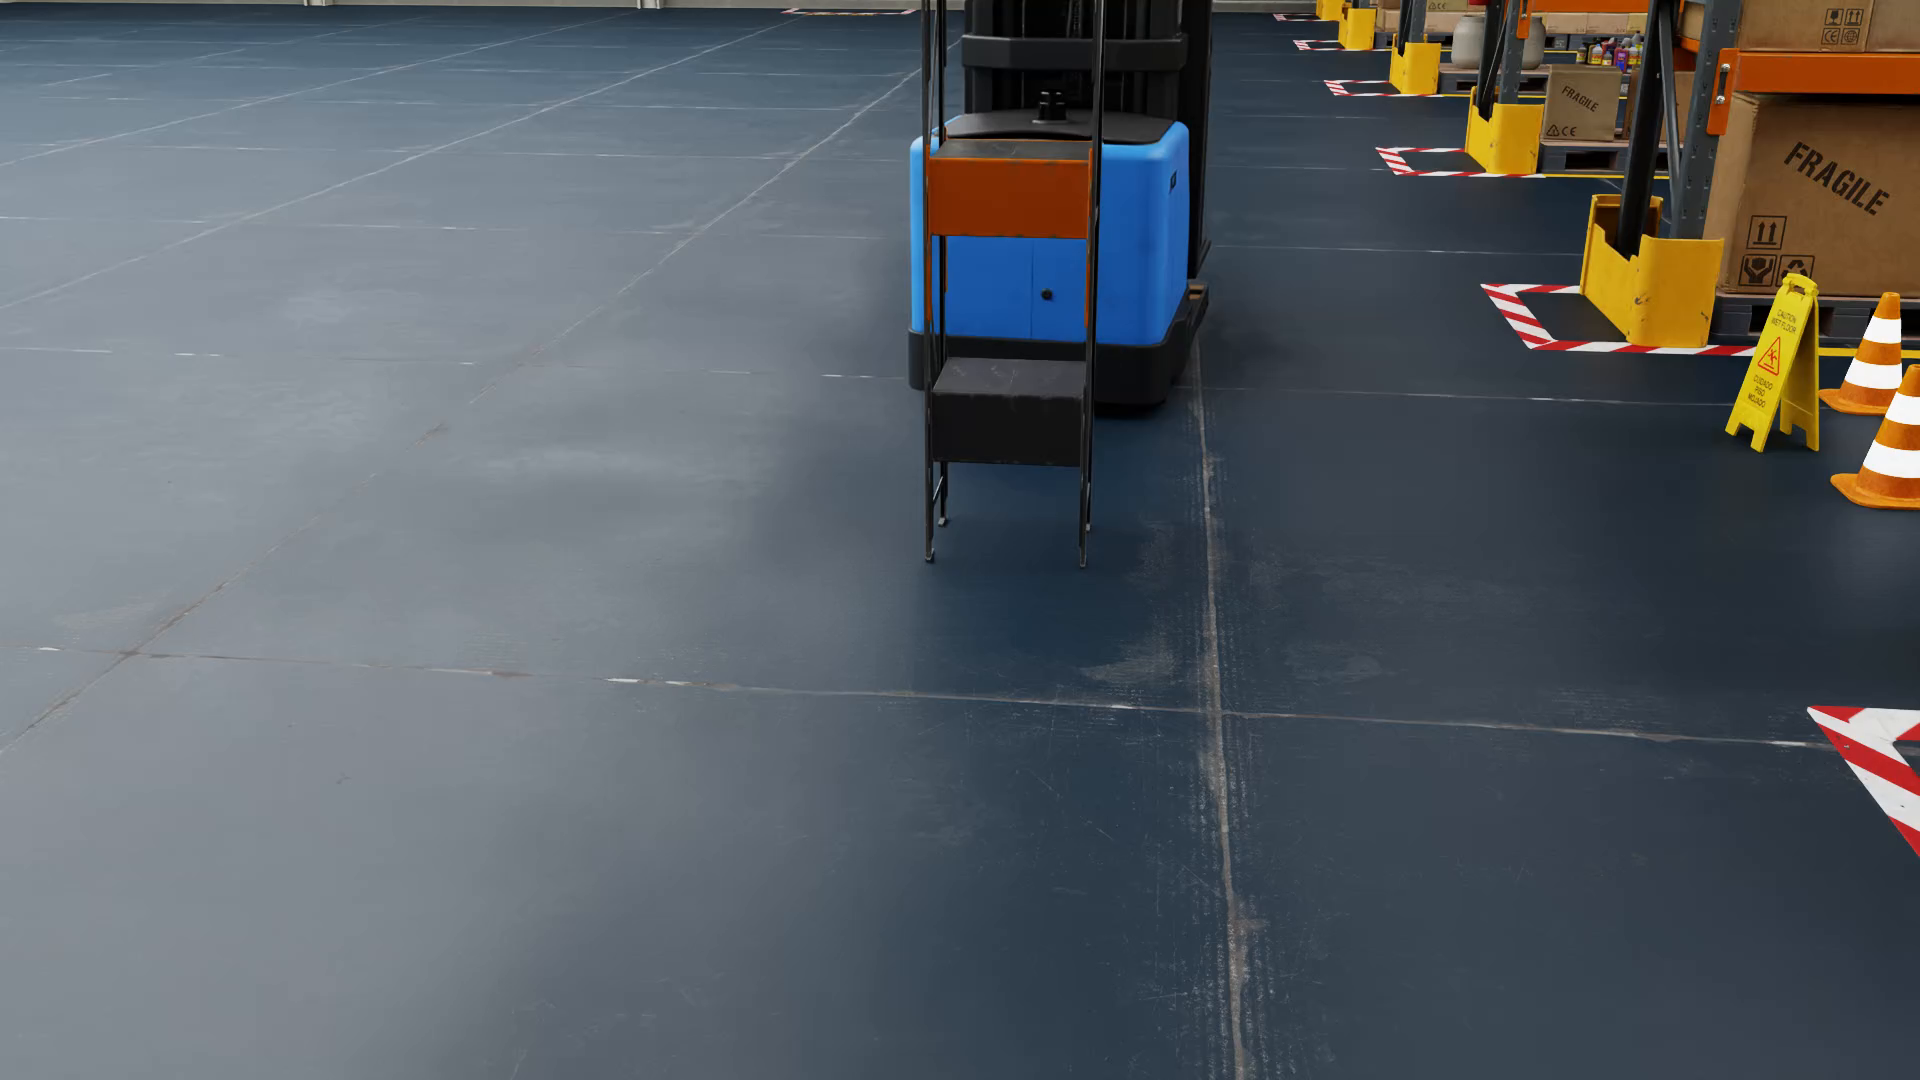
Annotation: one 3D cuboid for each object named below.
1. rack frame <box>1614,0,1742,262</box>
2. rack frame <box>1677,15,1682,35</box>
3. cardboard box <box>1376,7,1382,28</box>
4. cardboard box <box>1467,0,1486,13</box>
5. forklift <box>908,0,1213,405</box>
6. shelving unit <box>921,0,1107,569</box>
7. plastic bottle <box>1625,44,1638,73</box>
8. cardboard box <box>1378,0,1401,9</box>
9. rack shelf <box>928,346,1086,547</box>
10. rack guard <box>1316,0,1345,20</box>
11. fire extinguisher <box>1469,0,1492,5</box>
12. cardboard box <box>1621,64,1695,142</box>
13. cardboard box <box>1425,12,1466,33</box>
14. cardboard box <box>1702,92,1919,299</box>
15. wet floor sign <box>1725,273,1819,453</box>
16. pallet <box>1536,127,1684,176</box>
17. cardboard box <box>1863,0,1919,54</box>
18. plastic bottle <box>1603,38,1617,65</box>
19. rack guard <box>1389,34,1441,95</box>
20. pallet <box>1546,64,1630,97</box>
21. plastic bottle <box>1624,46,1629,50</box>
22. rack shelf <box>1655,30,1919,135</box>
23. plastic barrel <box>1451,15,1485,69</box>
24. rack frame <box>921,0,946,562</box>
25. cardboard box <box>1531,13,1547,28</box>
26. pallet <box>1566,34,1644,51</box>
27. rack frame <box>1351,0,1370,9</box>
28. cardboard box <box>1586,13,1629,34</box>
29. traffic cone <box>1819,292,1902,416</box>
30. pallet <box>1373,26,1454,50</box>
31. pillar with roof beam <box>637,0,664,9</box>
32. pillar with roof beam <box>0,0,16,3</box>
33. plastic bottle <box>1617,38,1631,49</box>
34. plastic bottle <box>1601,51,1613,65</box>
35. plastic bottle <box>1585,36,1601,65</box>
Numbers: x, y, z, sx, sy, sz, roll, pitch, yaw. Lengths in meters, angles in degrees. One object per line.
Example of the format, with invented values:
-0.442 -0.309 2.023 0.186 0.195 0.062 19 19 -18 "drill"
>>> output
3.384 -2.497 7.675 0.127 3.000 1.000 2 22 6 "rack frame"
9.210 -7.747 20.955 0.127 3.000 1.000 2 22 6 "rack frame"
5.805 -6.921 22.035 0.500 0.250 0.500 2 22 6 "cardboard box"
6.739 -7.043 21.323 0.500 0.500 0.500 2 22 6 "cardboard box"
0.615 -2.407 7.542 1.130 2.935 3.031 5 22 12 "forklift"
0.164 -0.969 5.036 0.503 2.100 0.431 2 22 6 "shelving unit"
6.755 -4.840 16.715 0.097 0.271 0.097 0 22 0 "plastic bottle"
5.805 -7.271 21.899 0.500 0.500 0.500 2 22 6 "cardboard box"
0.164 -0.306 5.298 0.480 0.518 0.431 2 22 6 "rack shelf"
5.892 -8.563 26.419 0.348 0.500 1.175 2 22 6 "rack guard"
4.008 -4.440 12.697 0.183 0.674 0.296 2 22 6 "fire extinguisher"
5.284 -3.289 12.509 0.500 0.500 0.500 8 23 20 "cardboard box"
6.241 -6.712 21.505 0.500 0.250 0.500 2 22 6 "cardboard box"
4.065 -1.699 7.975 0.875 0.875 0.875 3 22 7 "cardboard box"
3.122 -0.680 6.282 0.232 0.644 0.267 -1 22 -3 "wet floor sign"
4.946 -2.955 12.627 1.213 0.211 1.003 2 22 6 "pallet"
4.306 -2.551 7.609 0.550 0.550 0.875 2 22 6 "cardboard box"
6.761 -5.074 17.290 0.133 0.283 0.061 2 22 6 "plastic bottle"
4.732 -4.963 17.313 0.348 0.500 1.175 2 22 6 "rack guard"
6.746 -4.738 17.137 1.213 0.211 1.003 2 22 6 "pallet"
6.915 -5.022 17.271 0.097 0.201 0.097 0 22 0 "plastic bottle"
5.370 -2.076 7.588 4.000 0.370 1.077 2 22 6 "rack shelf"
5.313 -5.149 17.197 0.421 0.512 0.421 0 22 0 "plastic barrel"
-0.078 -0.980 5.062 0.015 2.100 0.400 2 22 6 "rack frame"
7.233 -6.666 21.391 0.500 0.250 0.500 2 22 6 "cardboard box"
8.425 -6.500 21.593 1.213 0.211 1.003 2 22 6 "pallet"
5.237 -7.920 21.392 0.127 3.000 1.000 2 22 6 "rack frame"
8.228 -6.629 21.296 0.500 0.250 0.500 2 22 6 "cardboard box"
3.744 -0.775 6.772 0.334 0.463 0.336 2 22 6 "traffic cone"
6.002 -6.605 21.860 1.213 0.211 1.003 2 22 6 "pallet"
-5.810 -11.751 22.924 0.400 9.000 9.100 2 22 6 "pillar with roof beam"
-17.726 -12.271 24.238 0.400 9.000 9.100 2 22 6 "pillar with roof beam"
6.911 -5.103 17.374 0.135 0.276 0.152 2 22 5 "plastic bottle"
6.517 -4.818 16.754 0.097 0.201 0.097 0 22 0 "plastic bottle"
6.644 -5.135 17.445 0.133 0.283 0.061 3 22 8 "plastic bottle"
